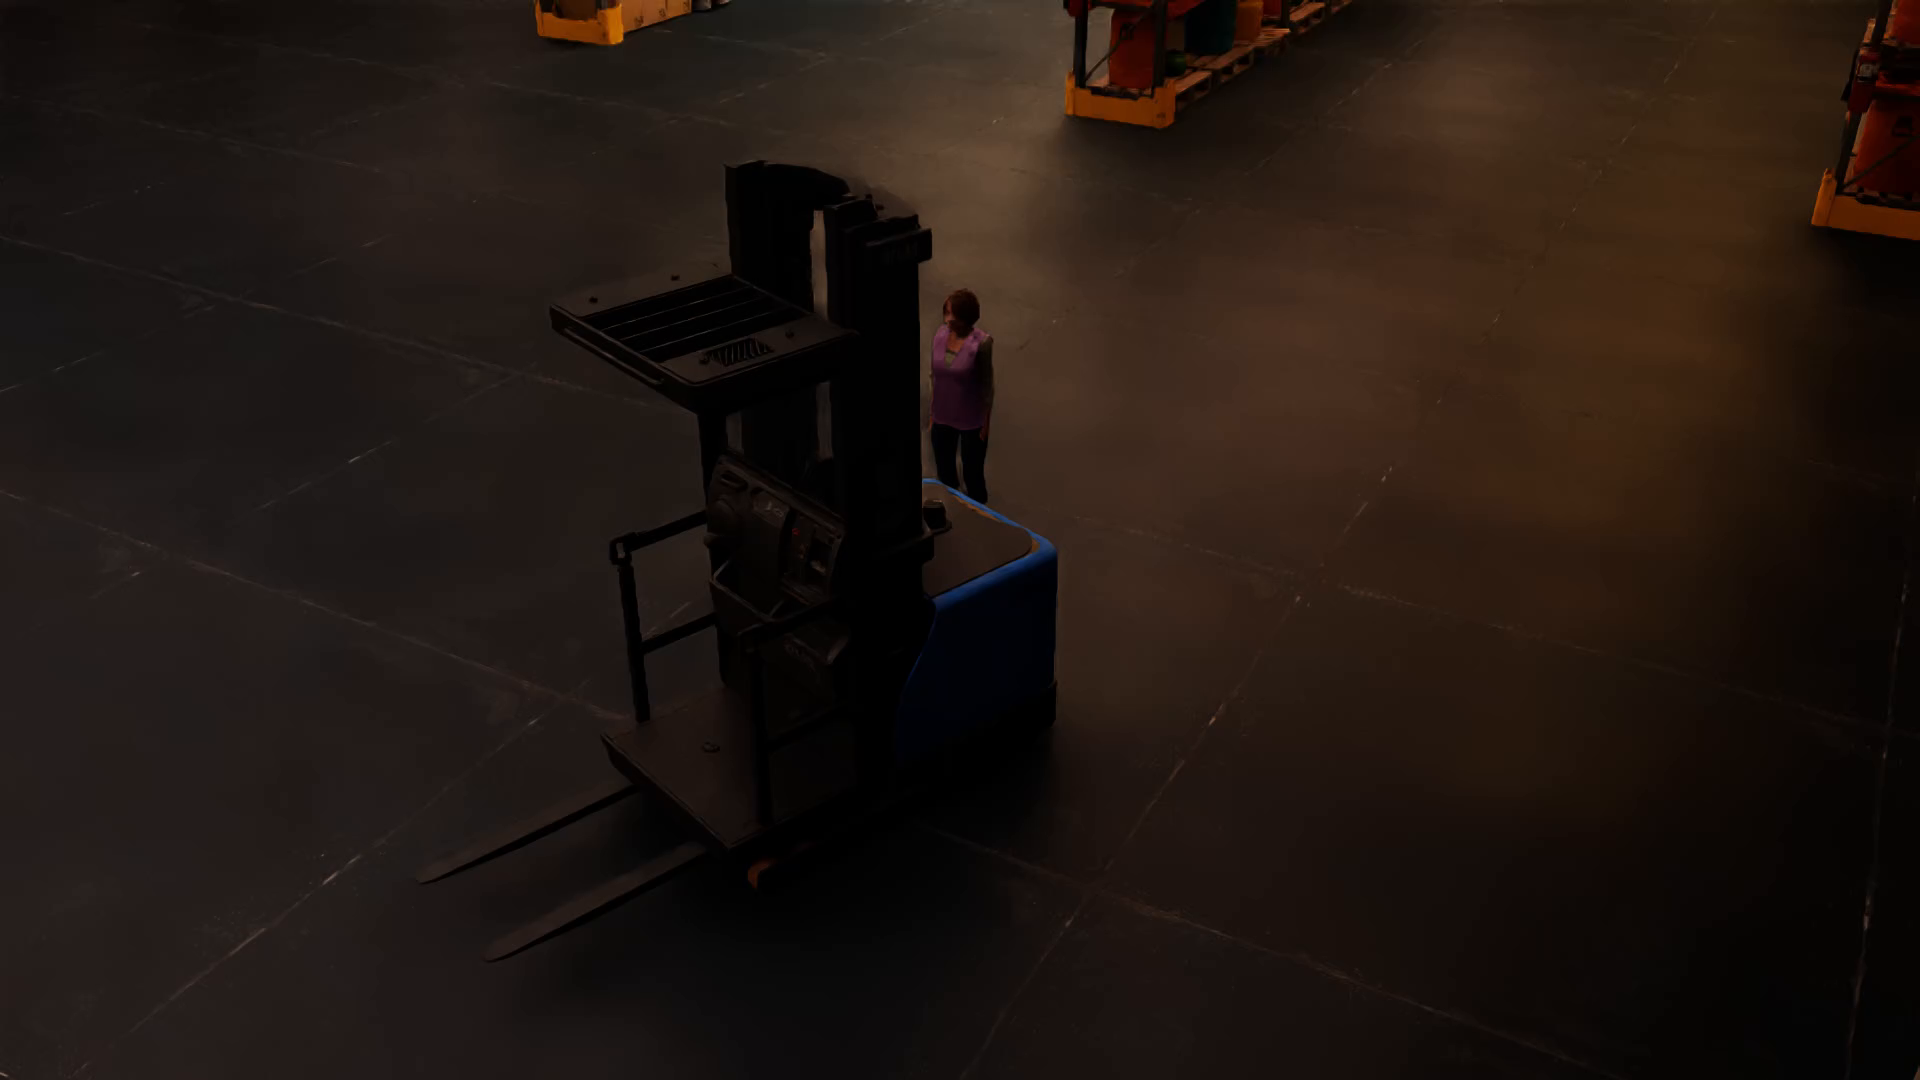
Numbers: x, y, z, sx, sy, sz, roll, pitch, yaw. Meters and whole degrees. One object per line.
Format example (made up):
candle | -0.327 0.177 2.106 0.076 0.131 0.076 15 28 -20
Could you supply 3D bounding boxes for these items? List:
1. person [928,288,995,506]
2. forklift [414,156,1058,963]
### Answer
person | -0.004 -0.689 9.596 0.405 1.604 0.311 15 33 25
forklift | -0.966 -0.014 7.095 3.031 2.935 1.130 -24 37 -35
